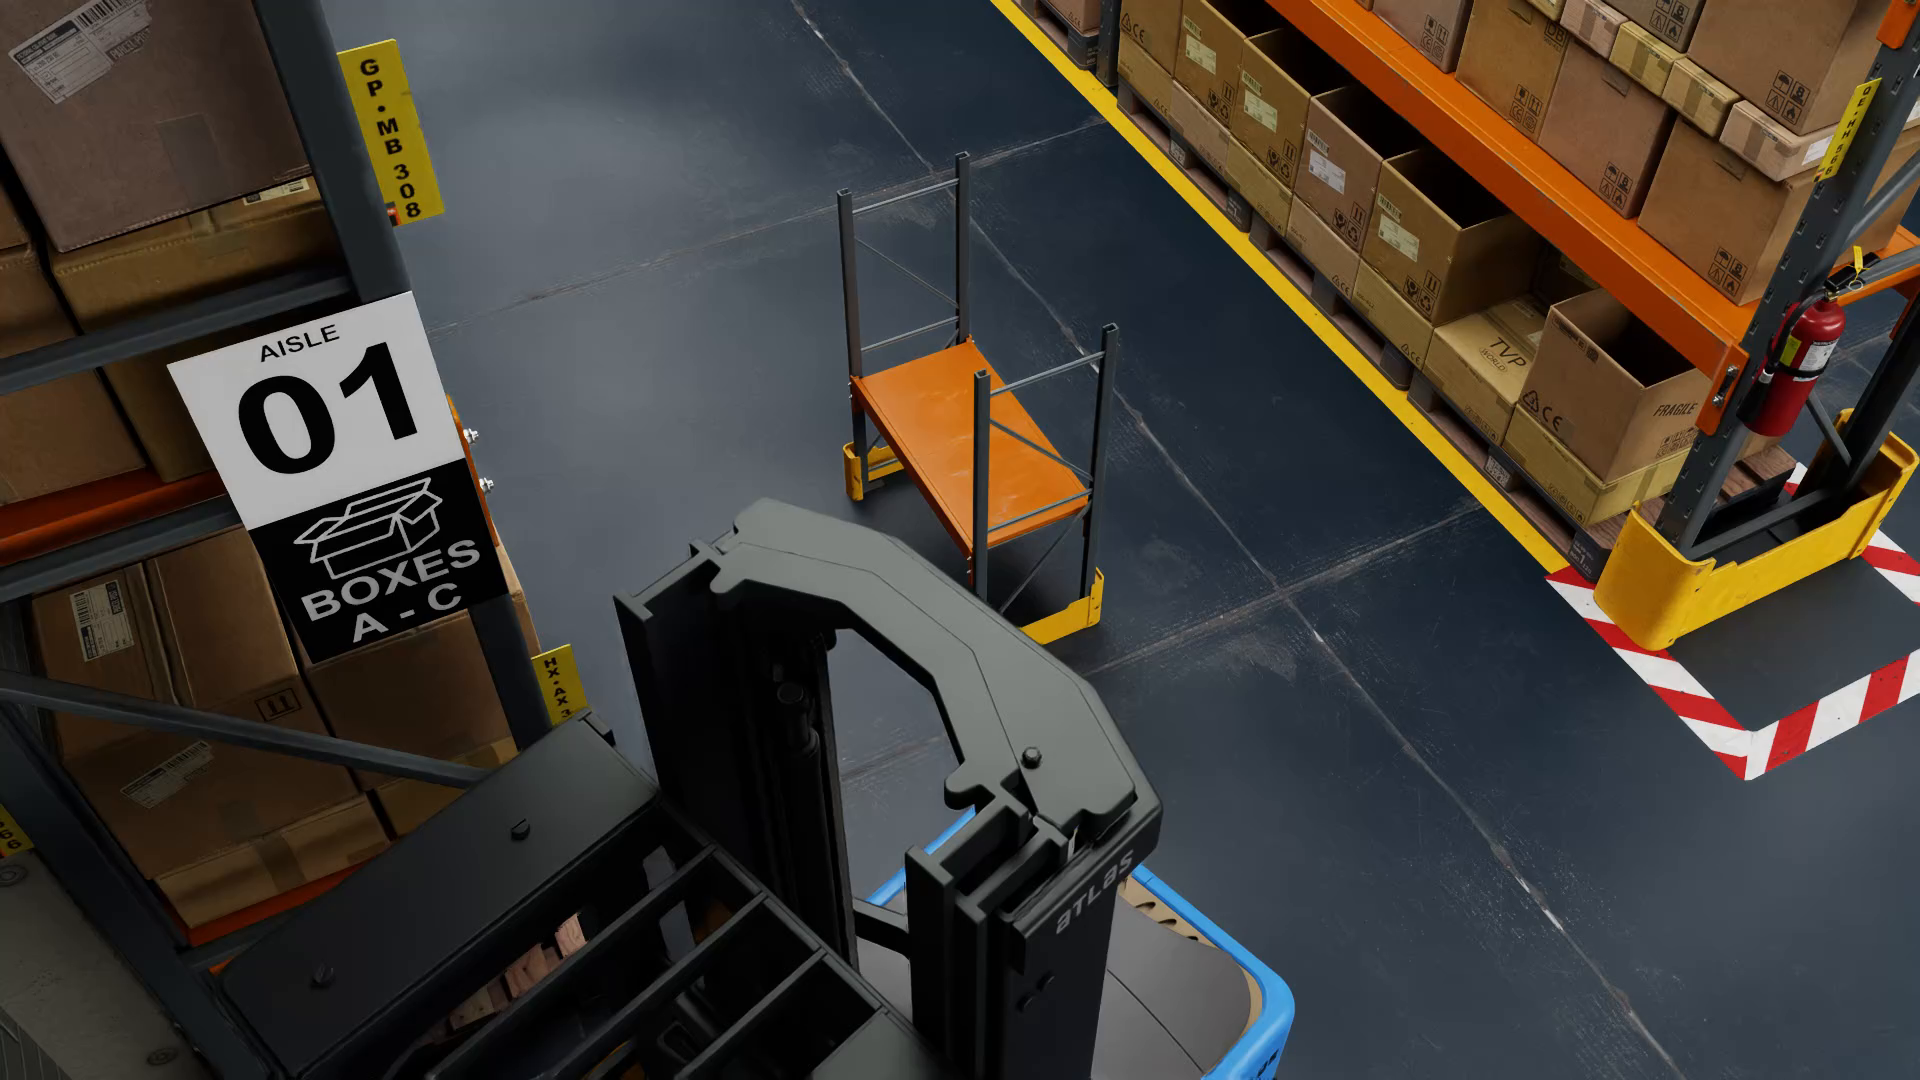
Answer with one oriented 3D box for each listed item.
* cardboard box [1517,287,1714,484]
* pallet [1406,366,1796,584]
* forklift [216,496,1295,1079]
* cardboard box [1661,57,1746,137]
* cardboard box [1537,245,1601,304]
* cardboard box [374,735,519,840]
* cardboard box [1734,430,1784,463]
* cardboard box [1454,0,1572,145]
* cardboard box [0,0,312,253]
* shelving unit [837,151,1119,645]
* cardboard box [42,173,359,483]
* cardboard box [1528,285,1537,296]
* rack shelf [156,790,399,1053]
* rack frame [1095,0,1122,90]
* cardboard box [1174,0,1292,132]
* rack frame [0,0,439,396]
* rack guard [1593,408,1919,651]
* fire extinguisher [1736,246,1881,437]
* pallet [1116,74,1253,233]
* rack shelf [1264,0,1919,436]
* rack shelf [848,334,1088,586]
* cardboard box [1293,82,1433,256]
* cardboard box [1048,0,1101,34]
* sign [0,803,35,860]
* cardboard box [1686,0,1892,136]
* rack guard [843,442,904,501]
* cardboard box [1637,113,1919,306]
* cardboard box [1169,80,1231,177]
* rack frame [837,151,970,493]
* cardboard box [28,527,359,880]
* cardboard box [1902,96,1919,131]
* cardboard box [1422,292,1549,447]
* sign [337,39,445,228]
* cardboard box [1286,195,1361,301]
[{"bbox_3d":[2.508,-0.620,6.241,0.500,0.500,0.500,-21,52,-18],"label":"cardboard box"},{"bbox_3d":[2.631,-0.463,6.907,1.003,0.211,1.213,-21,52,-18],"label":"pallet"},{"bbox_3d":[-0.522,1.430,3.444,1.130,2.935,3.031,37,58,27],"label":"forklift"},{"bbox_3d":[2.553,-1.495,5.460,0.380,0.149,0.250,-20,52,-17],"label":"cardboard box"},{"bbox_3d":[2.740,-1.133,6.690,0.500,0.500,0.500,-21,52,-18],"label":"cardboard box"},{"bbox_3d":[-1.326,0.432,4.358,0.500,0.250,0.500,-23,53,-19],"label":"cardboard box"},{"bbox_3d":[2.970,-0.552,6.680,0.500,0.250,0.500,-21,52,-18],"label":"cardboard box"},{"bbox_3d":[2.349,-1.917,6.260,0.700,0.500,0.500,-21,52,-17],"label":"cardboard box"},{"bbox_3d":[-1.345,-0.872,2.676,0.500,0.500,0.500,-25,53,-20],"label":"cardboard box"},{"bbox_3d":[0.035,-0.443,6.033,0.587,1.500,1.083,-21,52,-18],"label":"shelving unit"},{"bbox_3d":[-1.316,-0.512,3.025,0.500,0.500,0.500,-20,52,-17],"label":"cardboard box"},{"bbox_3d":[2.510,-1.220,7.265,0.500,0.250,0.500,-21,52,-18],"label":"cardboard box"},{"bbox_3d":[-2.300,-0.276,5.369,1.077,0.370,4.000,-21,52,-18],"label":"rack shelf"},{"bbox_3d":[1.188,-3.561,7.764,1.000,3.000,0.127,-21,52,-18],"label":"rack frame"},{"bbox_3d":[1.357,-2.290,7.703,0.500,0.500,0.500,-21,52,-18],"label":"cardboard box"},{"bbox_3d":[-1.385,-1.150,1.670,1.000,3.000,0.127,-21,52,-18],"label":"rack frame"},{"bbox_3d":[3.029,-0.044,6.349,1.175,0.500,0.348,-21,52,-18],"label":"rack guard"},{"bbox_3d":[2.659,-0.619,5.242,0.296,0.674,0.183,-21,52,-18],"label":"fire extinguisher"},{"bbox_3d":[1.514,-2.096,8.335,1.003,0.211,1.213,-21,52,-18],"label":"pallet"},{"bbox_3d":[2.103,-1.985,6.864,1.077,0.370,4.000,-21,52,-18],"label":"rack shelf"},{"bbox_3d":[0.039,-0.318,6.164,0.538,0.185,1.000,-21,52,-18],"label":"rack shelf"},{"bbox_3d":[1.810,-1.619,7.115,0.500,0.500,0.500,-21,52,-18],"label":"cardboard box"},{"bbox_3d":[0.740,-2.971,8.796,0.500,0.250,0.500,-22,52,-18],"label":"cardboard box"},{"bbox_3d":[-1.888,0.518,3.218,0.100,0.325,0.005,-21,52,-18],"label":"sign"},{"bbox_3d":[2.792,-1.696,5.205,0.700,0.500,0.500,-21,52,-17],"label":"cardboard box"},{"bbox_3d":[-0.193,-0.365,6.795,0.587,0.250,0.087,-21,52,-18],"label":"rack guard"},{"bbox_3d":[2.816,-1.233,5.662,0.700,0.500,0.500,-21,52,-18],"label":"cardboard box"},{"bbox_3d":[1.355,-2.042,7.984,0.500,0.250,0.500,-21,52,-18],"label":"cardboard box"},{"bbox_3d":[-0.194,-0.777,6.326,0.500,1.500,0.032,-21,52,-18],"label":"rack frame"},{"bbox_3d":[-1.790,0.379,3.907,0.500,0.500,0.500,-22,52,-18],"label":"cardboard box"},{"bbox_3d":[3.030,-1.467,5.435,0.380,0.149,0.250,-22,52,-18],"label":"cardboard box"},{"bbox_3d":[2.270,-0.704,6.813,0.500,0.250,0.500,-21,52,-18],"label":"cardboard box"},{"bbox_3d":[-0.902,-0.637,2.633,0.100,0.325,0.005,-21,52,-18],"label":"sign"},{"bbox_3d":[1.813,-1.373,7.399,0.500,0.250,0.500,-21,52,-18],"label":"cardboard box"}]
